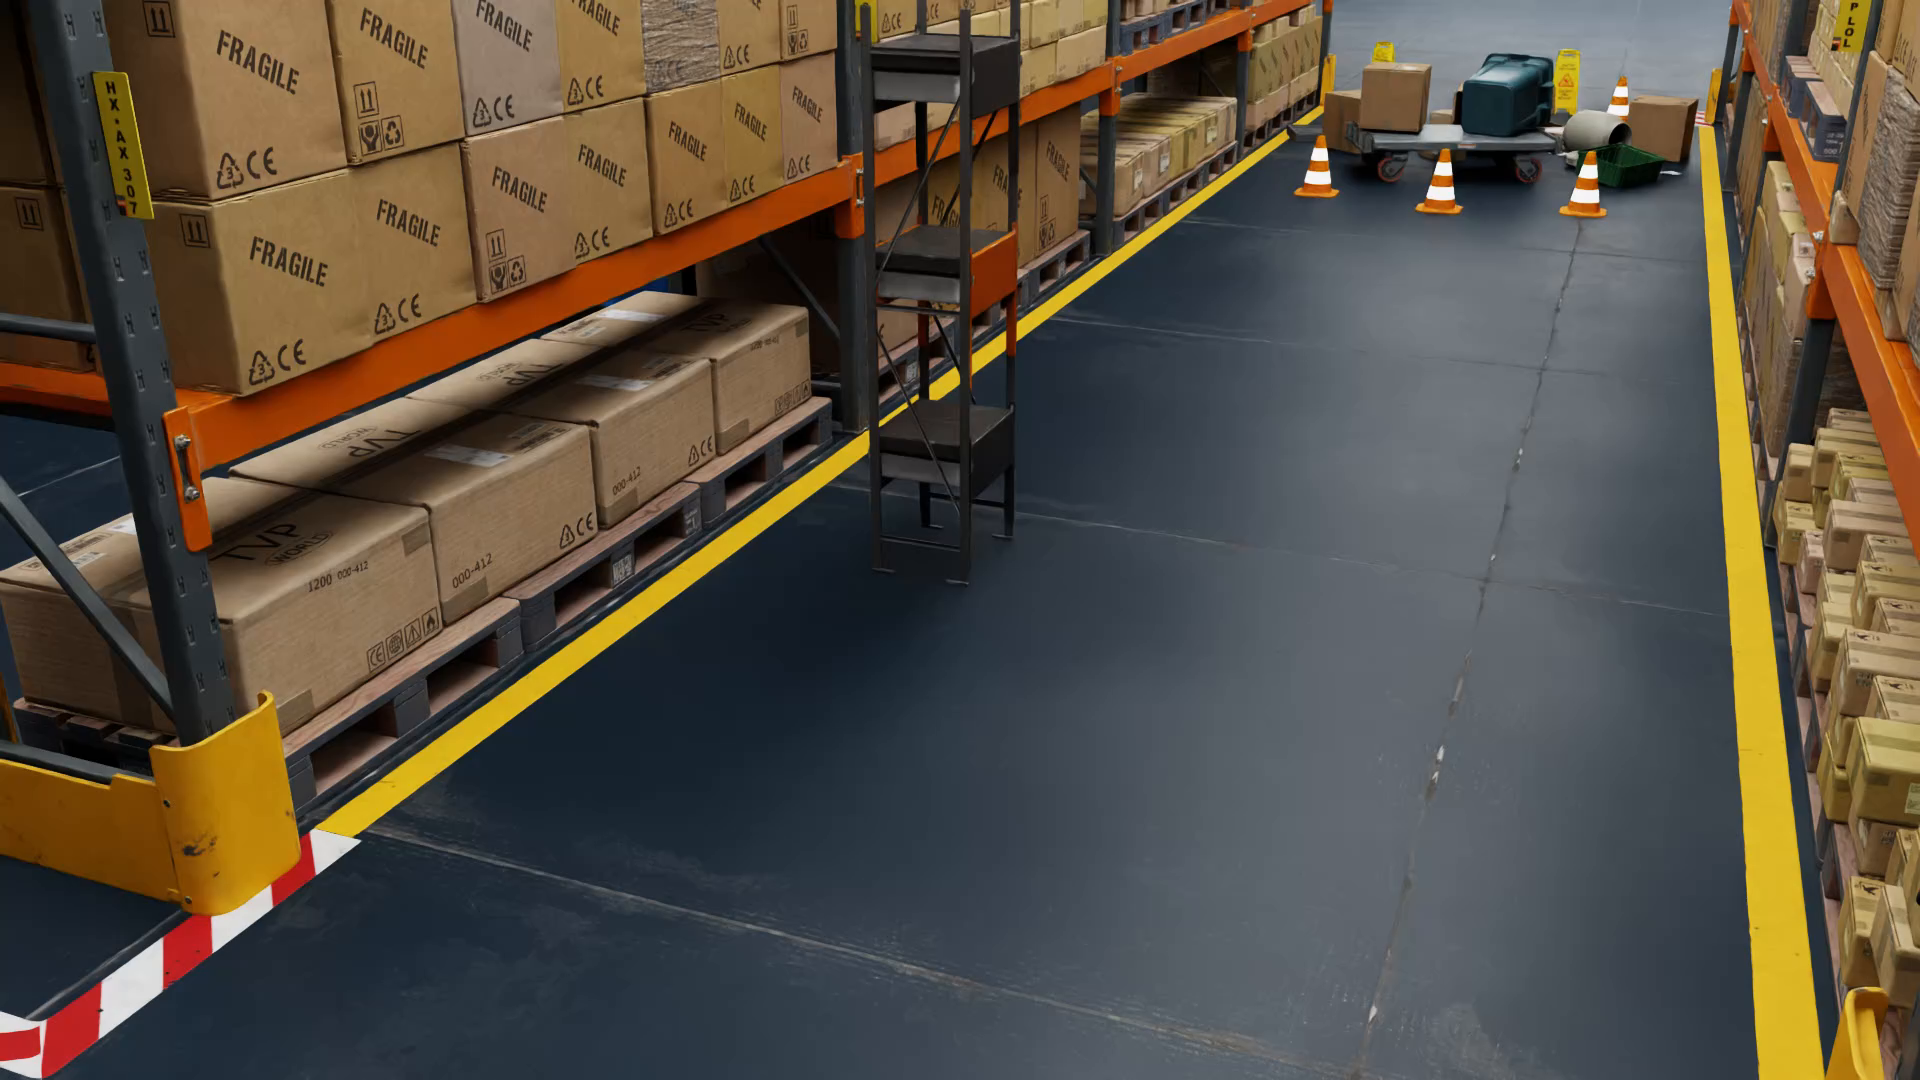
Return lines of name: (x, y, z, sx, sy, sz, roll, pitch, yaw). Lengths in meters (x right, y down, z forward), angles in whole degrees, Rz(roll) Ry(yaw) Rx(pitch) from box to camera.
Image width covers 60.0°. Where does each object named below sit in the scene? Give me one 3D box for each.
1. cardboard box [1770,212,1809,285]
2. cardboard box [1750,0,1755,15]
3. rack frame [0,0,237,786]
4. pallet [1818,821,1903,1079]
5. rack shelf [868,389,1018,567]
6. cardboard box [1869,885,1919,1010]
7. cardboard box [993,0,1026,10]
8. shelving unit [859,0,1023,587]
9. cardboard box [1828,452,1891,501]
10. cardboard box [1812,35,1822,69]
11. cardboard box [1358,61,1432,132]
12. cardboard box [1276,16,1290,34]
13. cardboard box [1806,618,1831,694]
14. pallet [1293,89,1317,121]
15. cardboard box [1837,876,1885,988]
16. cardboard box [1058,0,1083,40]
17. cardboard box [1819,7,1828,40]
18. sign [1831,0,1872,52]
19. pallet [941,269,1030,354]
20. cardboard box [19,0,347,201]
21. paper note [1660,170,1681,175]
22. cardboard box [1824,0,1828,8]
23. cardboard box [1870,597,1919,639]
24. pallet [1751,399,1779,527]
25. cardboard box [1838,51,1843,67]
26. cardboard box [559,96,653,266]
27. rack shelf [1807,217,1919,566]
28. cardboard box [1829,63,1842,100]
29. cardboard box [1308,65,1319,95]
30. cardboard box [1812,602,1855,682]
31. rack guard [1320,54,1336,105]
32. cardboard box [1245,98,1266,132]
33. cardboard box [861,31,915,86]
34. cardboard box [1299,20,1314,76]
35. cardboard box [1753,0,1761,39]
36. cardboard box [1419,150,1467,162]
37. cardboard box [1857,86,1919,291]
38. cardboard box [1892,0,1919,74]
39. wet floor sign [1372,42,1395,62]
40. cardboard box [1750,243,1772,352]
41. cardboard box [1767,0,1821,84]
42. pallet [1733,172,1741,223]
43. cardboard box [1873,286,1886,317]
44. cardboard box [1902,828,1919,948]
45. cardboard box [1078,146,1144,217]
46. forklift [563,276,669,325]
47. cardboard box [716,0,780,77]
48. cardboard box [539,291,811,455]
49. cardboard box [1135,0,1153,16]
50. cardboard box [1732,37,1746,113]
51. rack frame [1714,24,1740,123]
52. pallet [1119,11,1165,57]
cardboard box: (4.138, -1.360, 7.840, 0.500, 0.250, 0.500, 8, 24, 18)
cardboard box: (6.990, -4.564, 13.590, 0.875, 0.550, 0.550, 9, 24, 20)
rack frame: (-2.410, -0.539, 4.149, 1.000, 3.000, 0.127, 9, 24, 20)
pallet: (2.586, 1.107, 3.825, 1.003, 0.211, 1.213, 9, 24, 20)
rack shelf: (-0.061, -0.251, 6.479, 0.431, 0.518, 0.480, 9, 24, 20)
cardboard box: (2.154, 0.888, 3.500, 0.380, 0.149, 0.250, 8, 24, 19)
cardboard box: (0.044, -3.145, 8.961, 0.500, 0.500, 0.500, 8, 24, 19)
shelving unit: (-0.061, -0.910, 6.203, 0.431, 2.100, 0.503, 9, 24, 20)
cardboard box: (3.183, -0.169, 5.646, 0.380, 0.149, 0.250, 8, 24, 19)
cardboard box: (4.742, -2.580, 8.816, 0.380, 0.149, 0.250, 10, 25, 23)
cardboard box: (3.711, -3.785, 14.181, 0.500, 0.500, 0.500, 9, 24, 20)
cardboard box: (2.906, -4.893, 15.781, 0.380, 0.149, 0.250, 10, 25, 23)
cardboard box: (2.831, 0.378, 5.107, 0.380, 0.149, 0.250, 8, 24, 19)
pallet: (3.170, -4.665, 17.645, 1.003, 0.211, 1.213, 9, 24, 20)
cardboard box: (2.227, 0.930, 3.785, 0.380, 0.149, 0.250, 10, 25, 22)
cardboard box: (0.431, -3.170, 9.992, 0.500, 0.250, 0.500, 8, 24, 19)
cardboard box: (4.730, -2.703, 8.724, 0.380, 0.149, 0.250, 10, 25, 23)
sign: (3.193, -1.910, 5.930, 0.100, 0.325, 0.005, 9, 24, 20)
pallet: (-0.256, -1.409, 9.849, 1.003, 0.211, 1.213, 9, 24, 20)
cardboard box: (-1.967, -1.178, 4.250, 0.500, 0.500, 0.500, 8, 24, 19)
paper note: (6.090, -3.161, 14.278, 0.147, 0.020, 0.142, -7, 24, -17)
cardboard box: (4.746, -2.848, 8.685, 0.380, 0.149, 0.250, 8, 24, 19)
cardboard box: (2.714, 0.296, 4.531, 0.380, 0.149, 0.250, 8, 24, 18)
pallet: (3.997, -0.290, 7.170, 1.003, 0.211, 1.213, 9, 24, 20)
cardboard box: (4.255, -2.242, 7.621, 0.380, 0.149, 0.250, 10, 25, 22)
cardboard box: (-1.427, -1.262, 5.750, 0.500, 0.500, 0.500, 10, 25, 22)
rack shelf: (2.966, -0.250, 4.391, 1.077, 0.370, 4.000, 9, 24, 20)
cardboard box: (4.253, -2.108, 7.687, 0.380, 0.149, 0.250, 8, 24, 18)
cardboard box: (3.474, -4.853, 17.500, 0.500, 0.250, 0.500, 9, 24, 20)
cardboard box: (2.715, 0.323, 4.852, 0.380, 0.149, 0.250, 9, 24, 21)
rack guard: (3.505, -5.084, 18.273, 1.175, 0.500, 0.348, 9, 24, 20)
cardboard box: (2.517, -3.931, 15.291, 0.500, 0.250, 0.500, 8, 24, 18)
cardboard box: (-0.499, -2.249, 7.788, 0.500, 0.250, 0.500, 8, 24, 19)
cardboard box: (3.287, -5.024, 16.937, 0.500, 0.500, 0.500, 10, 25, 22)
cardboard box: (6.049, -3.876, 12.009, 0.500, 0.500, 0.500, 9, 24, 20)
cardboard box: (4.343, -3.556, 14.919, 0.258, 0.266, 0.396, -7, 24, -17)
cardboard box: (2.894, -0.987, 4.705, 0.500, 0.500, 0.500, 8, 24, 19)
cardboard box: (3.137, -1.628, 4.944, 0.500, 0.500, 0.500, 8, 24, 18)
wet floor sign: (4.597, -5.093, 18.106, 0.267, 0.644, 0.232, 19, 29, 38)
cardboard box: (4.326, -1.188, 8.401, 0.500, 0.500, 0.500, 8, 24, 19)
cardboard box: (5.113, -2.975, 9.851, 0.500, 0.500, 0.500, 9, 24, 20)
pallet: (6.464, -2.587, 12.670, 1.003, 0.211, 1.213, 9, 24, 20)
cardboard box: (2.962, -0.744, 4.966, 0.380, 0.149, 0.250, 9, 24, 21)
cardboard box: (2.185, 0.755, 3.433, 0.380, 0.149, 0.250, 9, 24, 21)
cardboard box: (0.781, -2.584, 11.909, 0.950, 0.372, 0.625, 7, 24, 16)
forklift: (-2.141, -2.903, 9.896, 1.130, 2.935, 3.031, -12, 25, -26)
cardboard box: (-1.039, -2.089, 6.433, 0.500, 0.500, 0.500, 8, 24, 19)
cardboard box: (-1.257, -0.773, 7.487, 0.875, 0.438, 0.875, 8, 24, 19)
cardboard box: (1.136, -3.757, 11.634, 0.380, 0.149, 0.250, 7, 24, 17)
cardboard box: (7.976, -4.553, 15.971, 0.875, 0.875, 0.875, 9, 24, 20)
rack frame: (8.167, -5.592, 16.246, 1.000, 3.000, 0.127, 9, 24, 20)
pallet: (0.727, -3.584, 11.686, 1.213, 0.211, 1.003, 9, 24, 20)
